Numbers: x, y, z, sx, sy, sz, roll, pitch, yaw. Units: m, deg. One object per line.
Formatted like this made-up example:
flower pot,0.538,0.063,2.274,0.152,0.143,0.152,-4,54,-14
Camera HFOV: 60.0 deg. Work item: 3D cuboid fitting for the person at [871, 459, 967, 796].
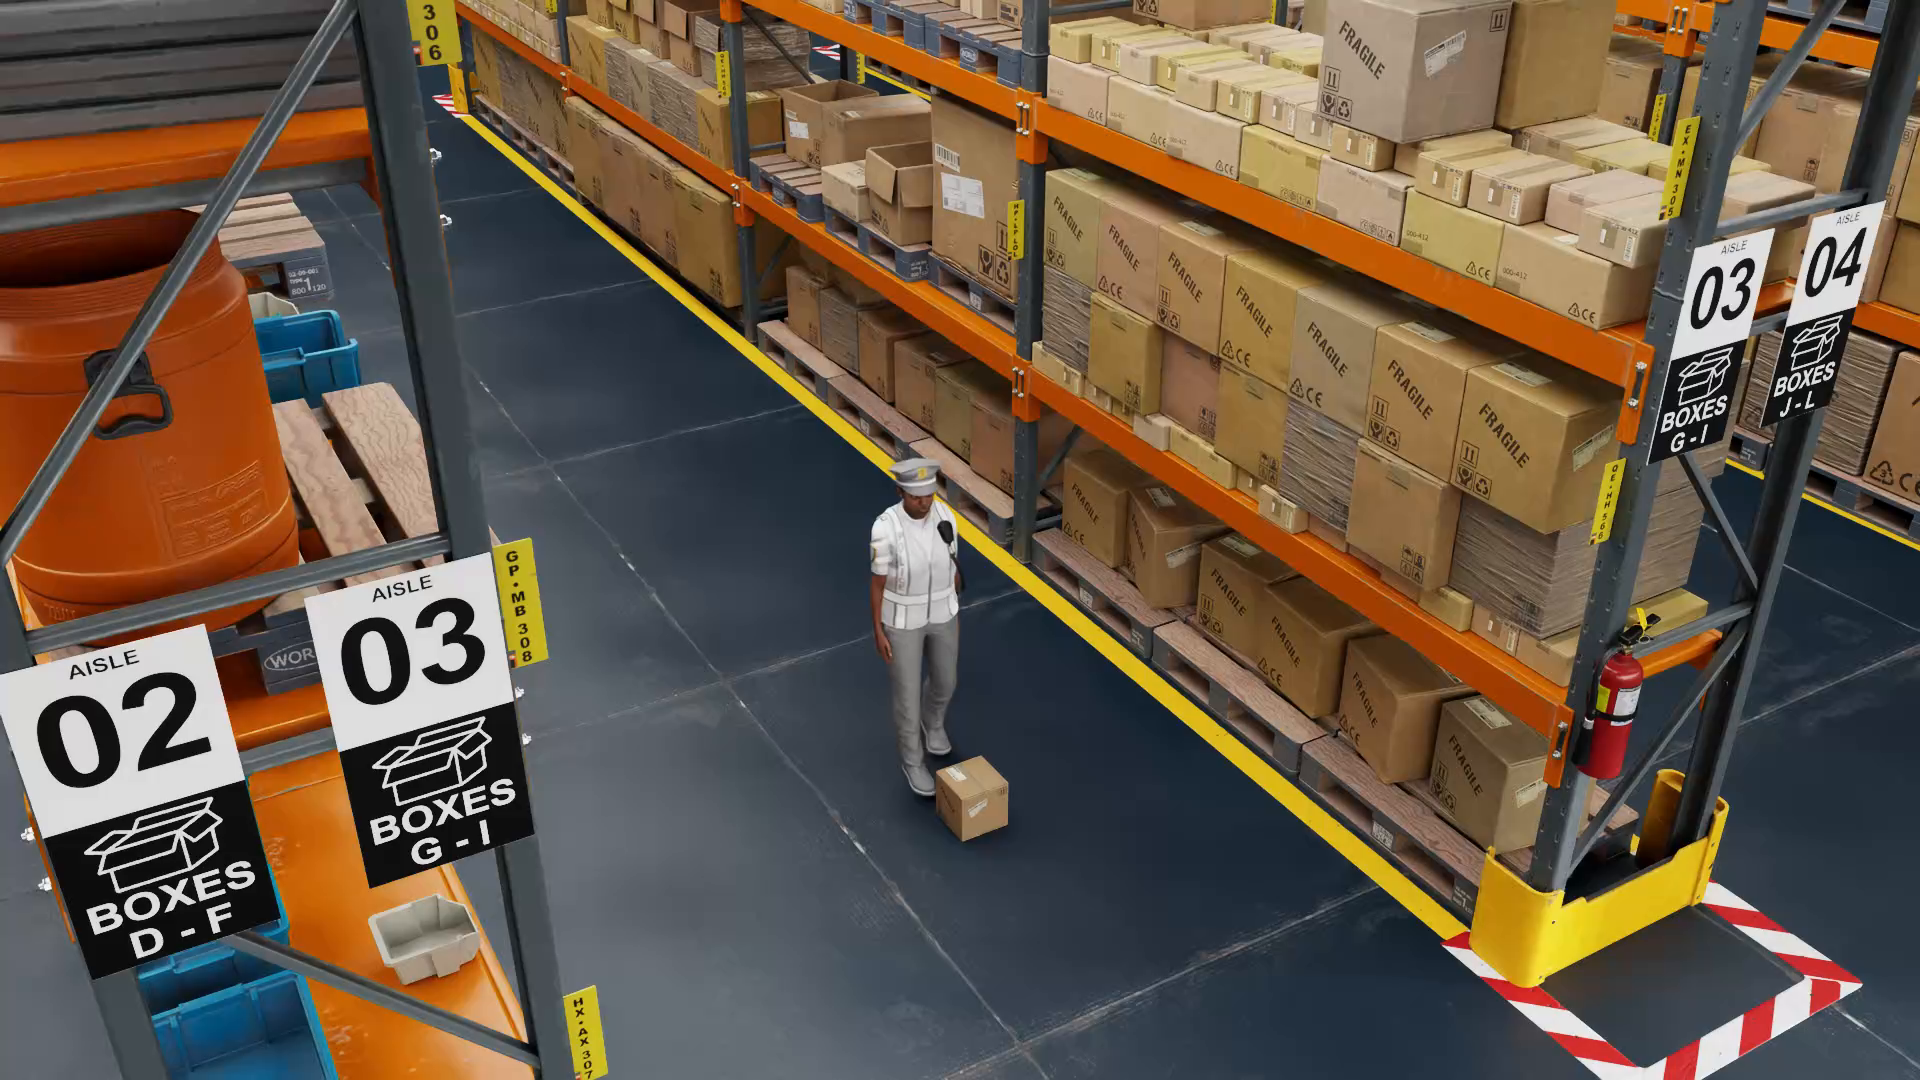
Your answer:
person,-0.194,0.387,7.850,0.463,1.696,0.558,-16,33,-26
